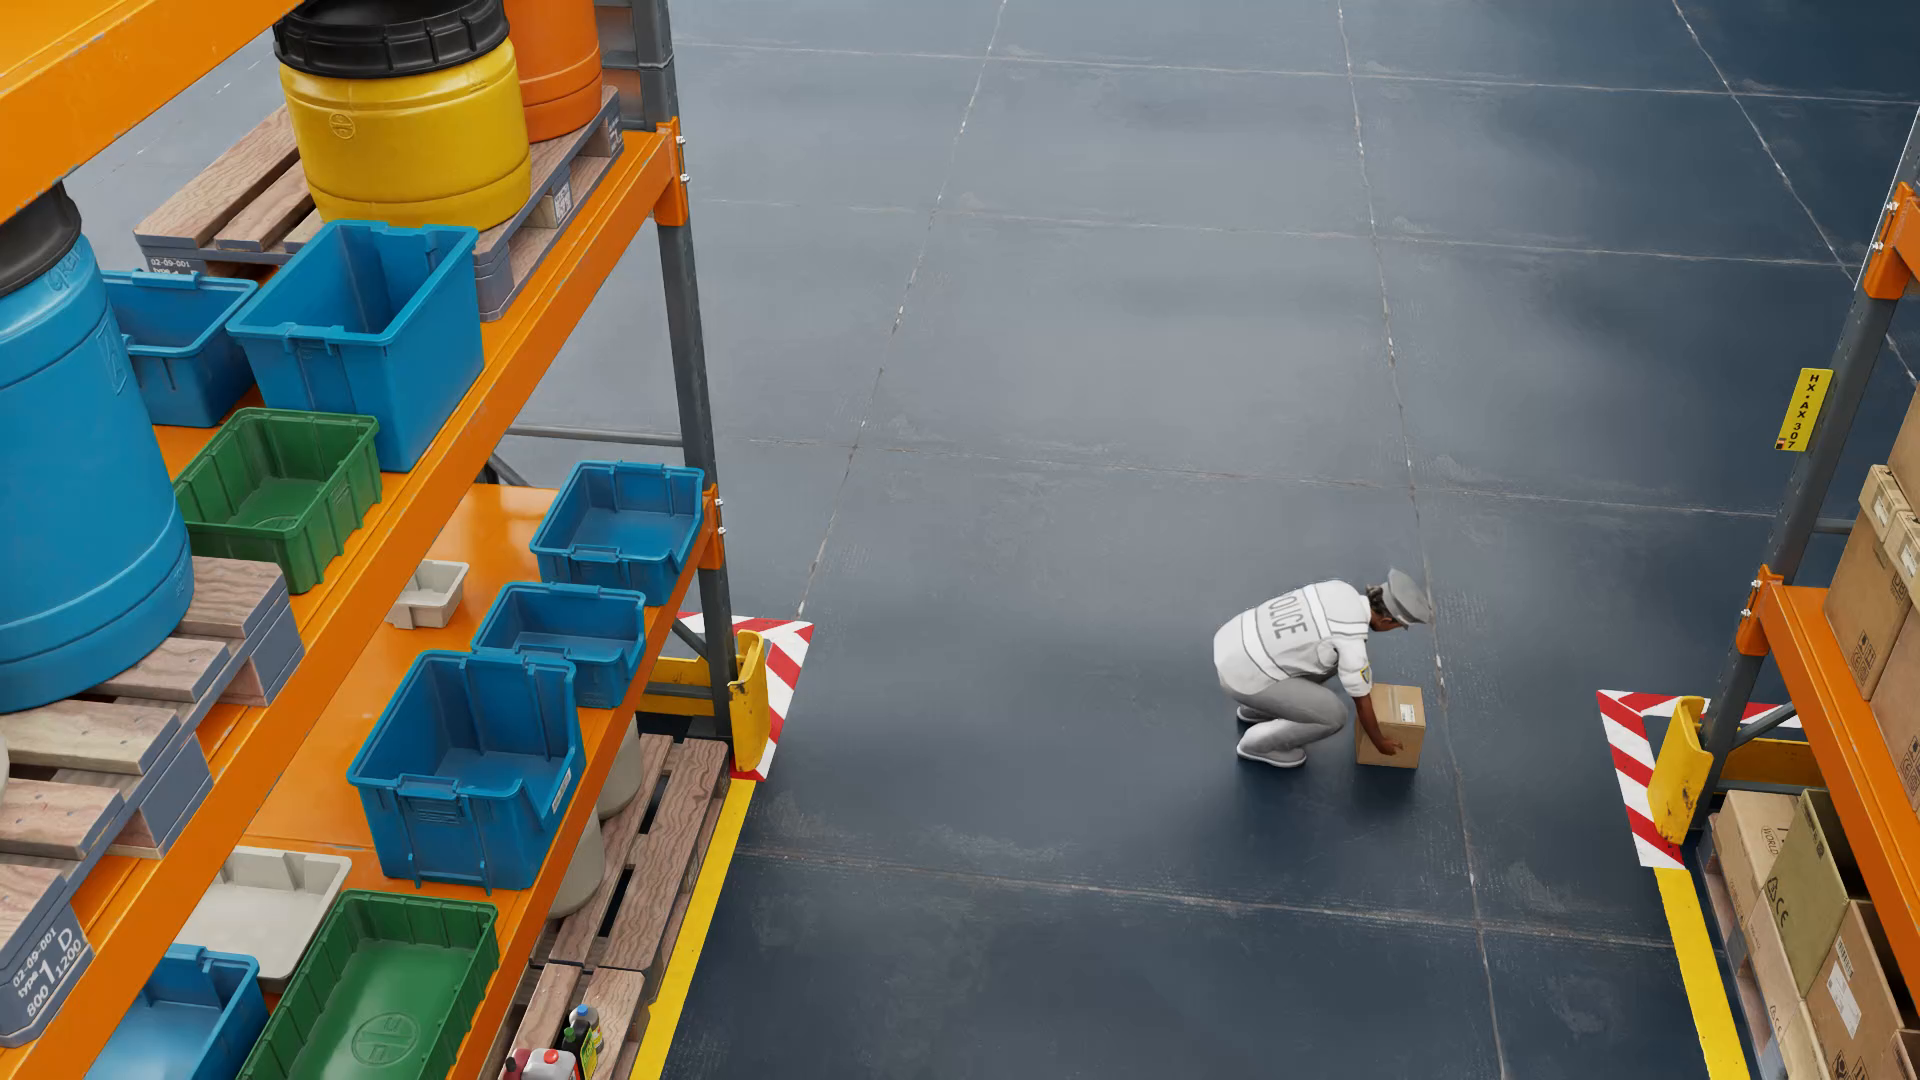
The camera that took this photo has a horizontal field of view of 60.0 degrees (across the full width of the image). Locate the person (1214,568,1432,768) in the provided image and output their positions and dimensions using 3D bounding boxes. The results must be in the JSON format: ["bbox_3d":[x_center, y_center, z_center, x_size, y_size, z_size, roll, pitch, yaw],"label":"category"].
[{"bbox_3d":[1.502,0.520,7.005,0.867,0.874,0.481,4,37,6],"label":"person"}]
